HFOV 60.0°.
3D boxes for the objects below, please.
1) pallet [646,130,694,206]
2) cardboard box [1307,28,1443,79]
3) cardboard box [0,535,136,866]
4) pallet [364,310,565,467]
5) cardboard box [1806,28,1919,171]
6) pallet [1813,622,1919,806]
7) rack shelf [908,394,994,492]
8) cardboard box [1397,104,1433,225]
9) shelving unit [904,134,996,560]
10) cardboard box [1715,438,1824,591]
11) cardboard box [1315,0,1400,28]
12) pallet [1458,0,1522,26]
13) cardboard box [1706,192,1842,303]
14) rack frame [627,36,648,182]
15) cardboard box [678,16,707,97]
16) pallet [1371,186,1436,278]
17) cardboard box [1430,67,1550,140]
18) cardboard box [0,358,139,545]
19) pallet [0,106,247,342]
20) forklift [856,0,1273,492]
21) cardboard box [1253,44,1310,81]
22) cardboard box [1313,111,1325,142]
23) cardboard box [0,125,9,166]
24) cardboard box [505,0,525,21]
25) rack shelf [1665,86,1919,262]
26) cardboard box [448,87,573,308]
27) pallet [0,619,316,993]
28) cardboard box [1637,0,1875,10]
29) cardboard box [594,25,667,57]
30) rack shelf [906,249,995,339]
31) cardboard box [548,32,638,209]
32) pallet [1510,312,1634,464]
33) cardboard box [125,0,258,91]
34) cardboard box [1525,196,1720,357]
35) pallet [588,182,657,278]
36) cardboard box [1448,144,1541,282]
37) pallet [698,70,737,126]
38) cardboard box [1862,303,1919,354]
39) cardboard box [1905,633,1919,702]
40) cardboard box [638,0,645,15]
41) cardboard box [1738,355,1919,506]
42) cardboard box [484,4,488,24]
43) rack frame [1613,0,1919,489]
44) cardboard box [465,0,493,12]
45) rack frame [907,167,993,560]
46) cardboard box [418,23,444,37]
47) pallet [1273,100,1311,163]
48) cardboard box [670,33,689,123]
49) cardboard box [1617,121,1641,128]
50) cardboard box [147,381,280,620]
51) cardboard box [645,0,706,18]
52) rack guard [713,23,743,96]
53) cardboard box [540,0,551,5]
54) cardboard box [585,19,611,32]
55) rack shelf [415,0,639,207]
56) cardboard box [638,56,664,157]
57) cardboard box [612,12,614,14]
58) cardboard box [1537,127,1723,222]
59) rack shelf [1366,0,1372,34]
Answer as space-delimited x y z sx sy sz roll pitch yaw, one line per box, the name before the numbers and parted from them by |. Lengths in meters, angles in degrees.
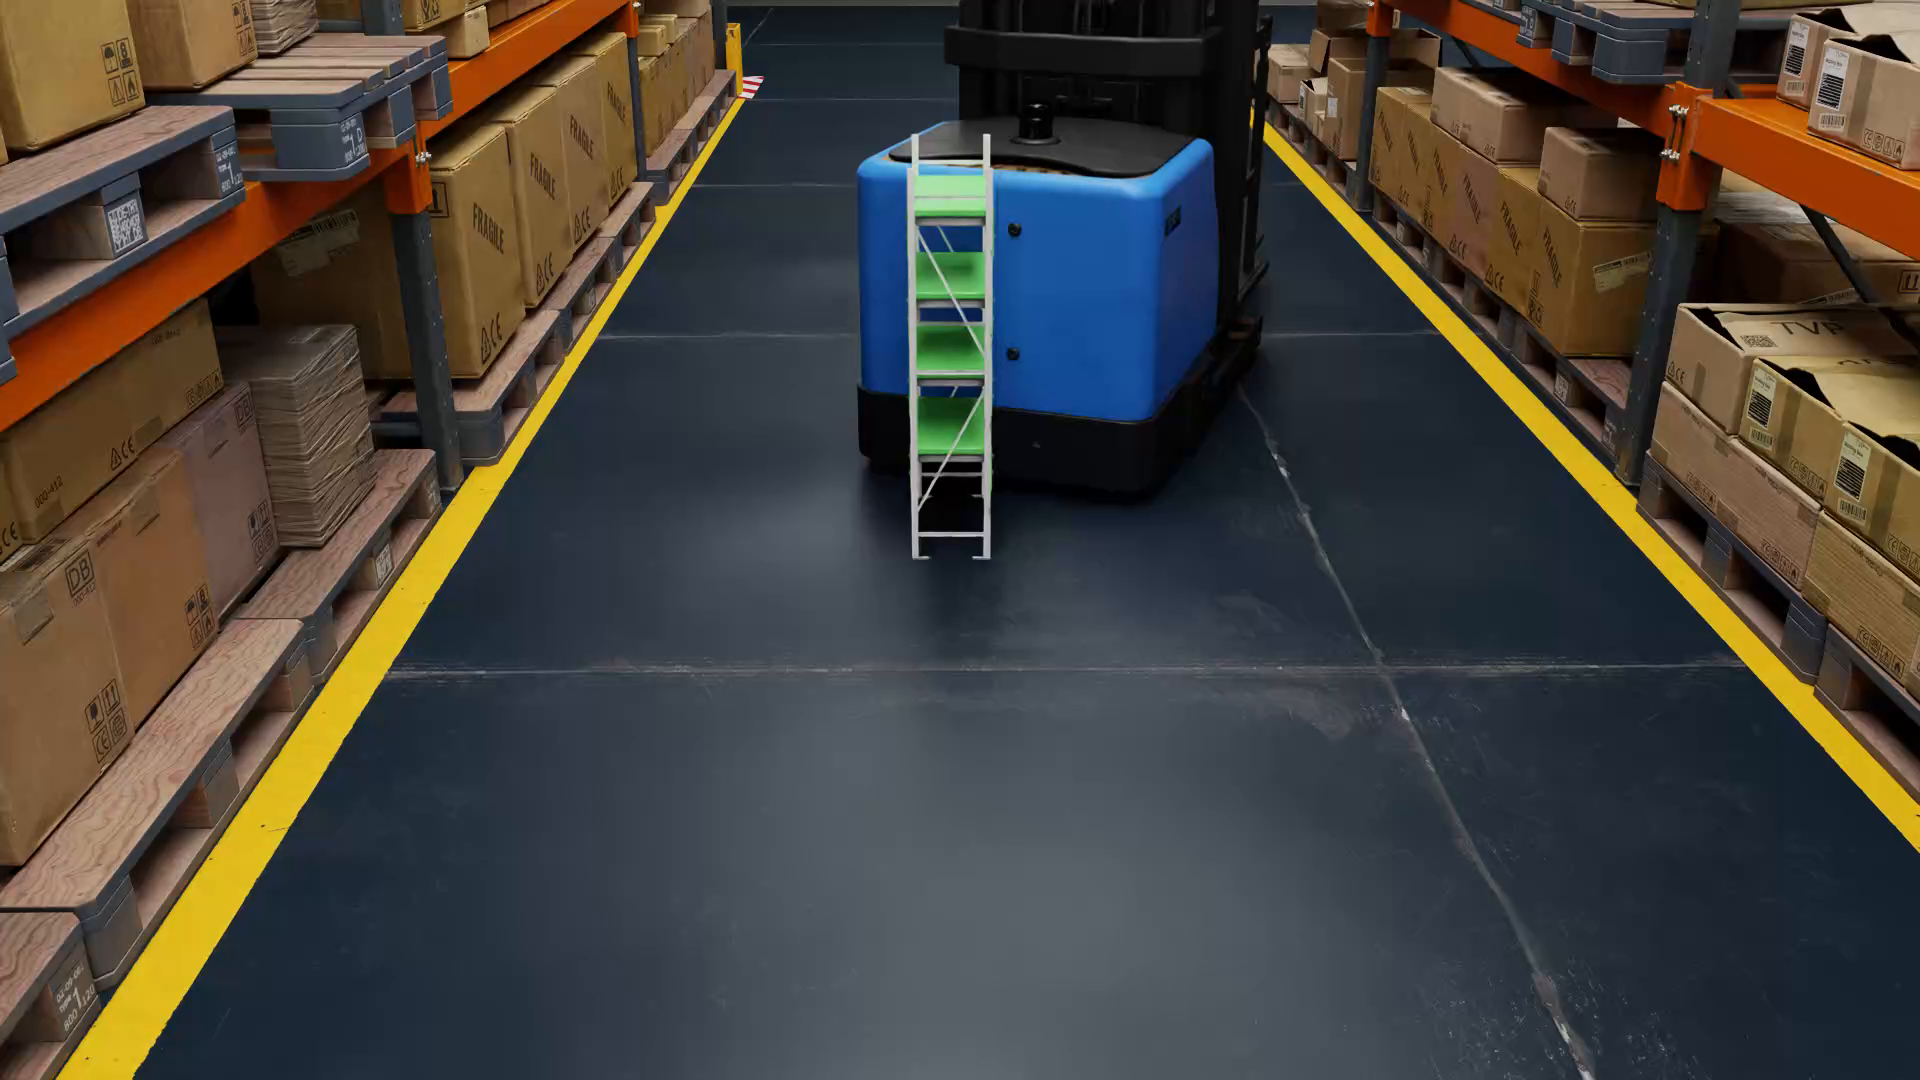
pallet | -2.171 -2.235 9.935 1.003 0.211 1.213 0 24 -1
cardboard box | 2.687 -3.053 10.855 0.797 0.503 0.637 0 24 -1
cardboard box | -2.199 0.317 3.409 0.700 0.500 0.500 0 24 0
pallet | -2.131 -0.598 6.316 1.003 0.211 1.213 0 24 -1
cardboard box | 2.572 -1.157 4.277 0.500 0.311 0.500 -1 24 -1
pallet | 2.736 0.544 3.791 1.003 0.211 1.213 0 24 -1
rack shelf | -0.028 -0.312 5.221 0.258 0.148 0.480 0 24 0
cardboard box | 2.491 -1.857 8.215 0.500 0.500 0.500 0 24 0
shelving unit | -0.028 -0.589 5.096 0.258 1.200 0.503 0 24 0
cardboard box | 2.474 -0.082 4.617 0.500 0.250 0.500 -1 24 -2
cardboard box | 2.921 -3.702 12.295 0.500 0.500 0.500 0 24 -1
pallet | 2.730 -2.281 6.887 1.003 0.211 1.213 0 24 -1
cardboard box | 3.025 -1.033 6.394 0.500 0.500 0.500 -1 24 -2
rack frame | -2.241 -3.192 8.667 1.000 3.000 0.127 0 24 -1
cardboard box | -2.171 -3.398 11.647 0.700 0.500 0.500 0 24 -1
pallet | 2.759 -1.610 8.554 1.003 0.211 1.213 0 24 -1
cardboard box | 2.485 -2.006 7.635 0.500 0.250 0.500 0 24 0
cardboard box | -2.183 -0.203 3.649 0.500 0.250 0.500 0 24 -1
pallet | -2.135 -0.641 3.259 1.003 0.211 1.213 0 24 -1
forklift | 0.626 -2.074 6.278 1.130 2.935 3.031 8 26 18
cardboard box | 2.396 -3.380 11.886 0.500 0.250 0.500 0 24 -1
cardboard box | 2.358 -2.505 10.074 0.380 0.149 0.250 0 24 -1
cardboard box | -2.163 -0.853 2.840 0.700 0.500 0.500 3 25 7
cardboard box | -1.997 -2.207 6.770 0.380 0.149 0.250 0 24 0
rack shelf | 2.778 -0.415 3.401 1.077 0.370 4.000 0 24 -1
cardboard box | -2.077 -1.420 6.849 0.750 0.750 0.750 0 24 -1
pallet | -2.180 0.551 3.776 1.003 0.211 1.213 0 24 -1
cardboard box | 2.636 -2.063 5.541 0.700 0.500 0.500 -9 26 -18
cardboard box | -1.968 -2.990 9.958 0.380 0.149 0.250 1 24 1
rack shelf | -0.028 -0.749 5.023 0.258 0.148 0.480 0 24 0
cardboard box | -2.104 -2.136 8.432 0.750 0.750 0.750 0 24 0
pallet | 2.786 -0.604 6.330 1.003 0.211 1.213 0 24 -1
cardboard box | -2.149 -1.366 3.974 0.700 0.500 0.500 -3 24 -6
cardboard box | 2.511 -1.013 6.349 0.500 0.500 0.500 1 24 2
pallet | -2.157 -1.604 8.539 1.003 0.211 1.213 0 24 -1
cardboard box | 2.494 -1.443 7.299 0.500 0.500 0.500 -1 24 -3
pallet | -2.198 -3.240 12.158 1.003 0.211 1.213 0 24 -1
cardboard box | 3.008 -0.547 4.965 0.500 0.311 0.500 0 24 1
cardboard box | 2.491 0.344 3.676 0.500 0.250 0.500 0 24 1
cardboard box | -2.370 -3.639 11.392 0.380 0.149 0.250 0 24 0
cardboard box | 2.482 -0.328 4.481 0.500 0.311 0.500 -1 24 -2
cardboard box | -2.019 -1.999 6.309 0.380 0.149 0.250 0 24 1
rack frame | 2.756 -1.567 5.075 1.000 3.000 0.127 0 24 -1
cardboard box | -1.943 -2.151 5.859 0.500 0.500 0.500 1 24 1
rack frame | -0.028 -0.488 4.873 0.240 1.200 0.015 0 24 0
cardboard box | -1.963 -1.679 5.602 0.380 0.149 0.250 0 24 0
pallet | 2.690 -2.732 11.034 1.003 0.211 1.213 0 24 -1
cardboard box | -2.152 -2.971 10.703 0.700 0.500 0.500 0 24 1
cardboard box | 3.006 -1.665 7.790 0.500 0.500 0.500 0 24 0
cardboard box | -2.248 -0.096 4.321 0.700 0.500 0.500 0 24 -1
cardboard box | -1.990 -3.742 11.621 0.380 0.149 0.250 0 24 1
rack guard | -2.285 -3.711 12.848 1.175 0.500 0.348 0 24 -1
cardboard box | -1.984 -2.425 7.251 0.380 0.149 0.250 -1 24 -2
cardboard box | -2.355 -3.113 10.230 0.380 0.149 0.250 -1 24 -2
rack shelf | -2.219 -2.040 6.993 1.077 0.370 4.000 0 24 -1
cardboard box | -2.147 -2.553 9.778 0.700 0.500 0.500 0 24 0
cardboard box | -2.360 -3.324 10.696 0.380 0.149 0.250 -1 24 -2
cardboard box | 2.506 -1.378 6.246 0.500 0.250 0.500 1 24 1
rack shelf | 2.691 -3.712 10.690 1.077 0.370 4.000 0 24 -1
